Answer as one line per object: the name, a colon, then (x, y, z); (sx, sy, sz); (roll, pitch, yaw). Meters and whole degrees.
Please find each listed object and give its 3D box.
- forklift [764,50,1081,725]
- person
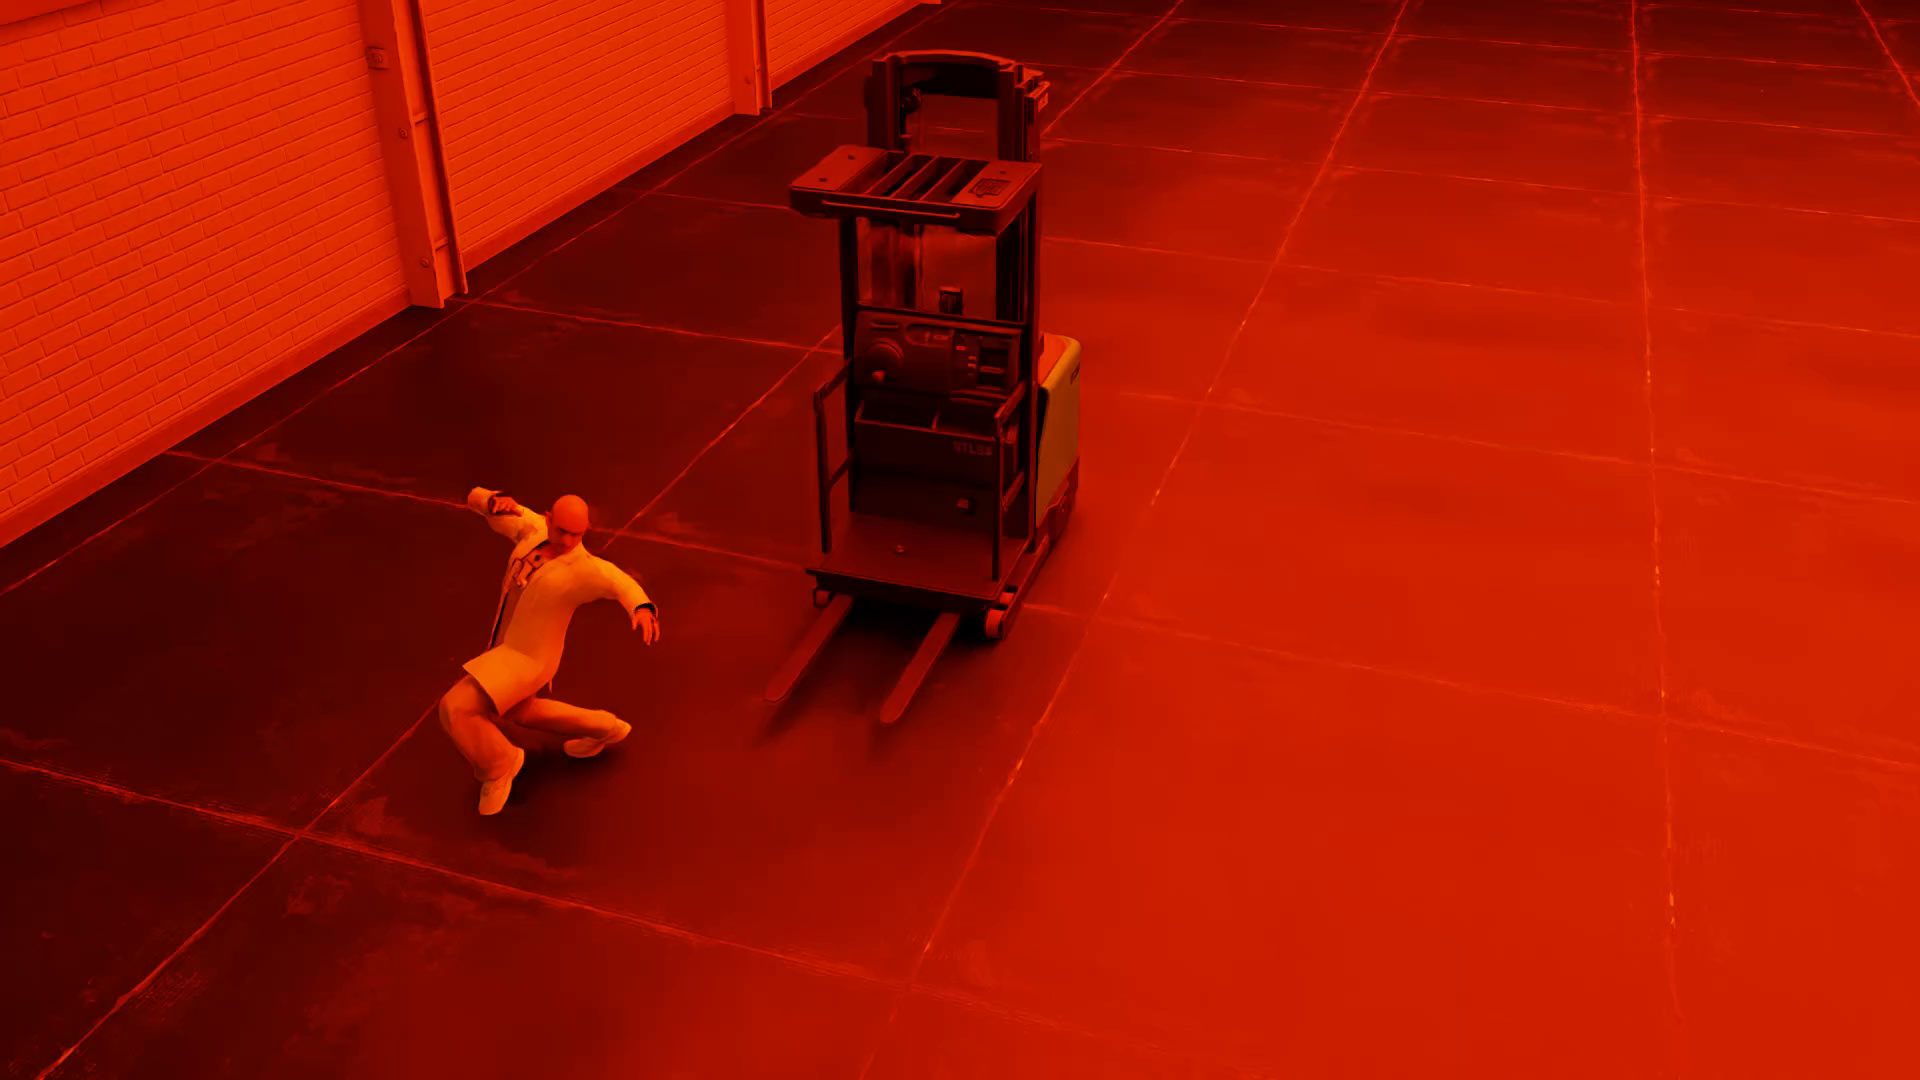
forklift: (-0.191, -0.950, 8.803); (1.130, 2.935, 3.031); (9, 31, 15)
person: (-1.901, 0.578, 7.529); (0.903, 1.620, 1.165); (-16, 34, -26)
